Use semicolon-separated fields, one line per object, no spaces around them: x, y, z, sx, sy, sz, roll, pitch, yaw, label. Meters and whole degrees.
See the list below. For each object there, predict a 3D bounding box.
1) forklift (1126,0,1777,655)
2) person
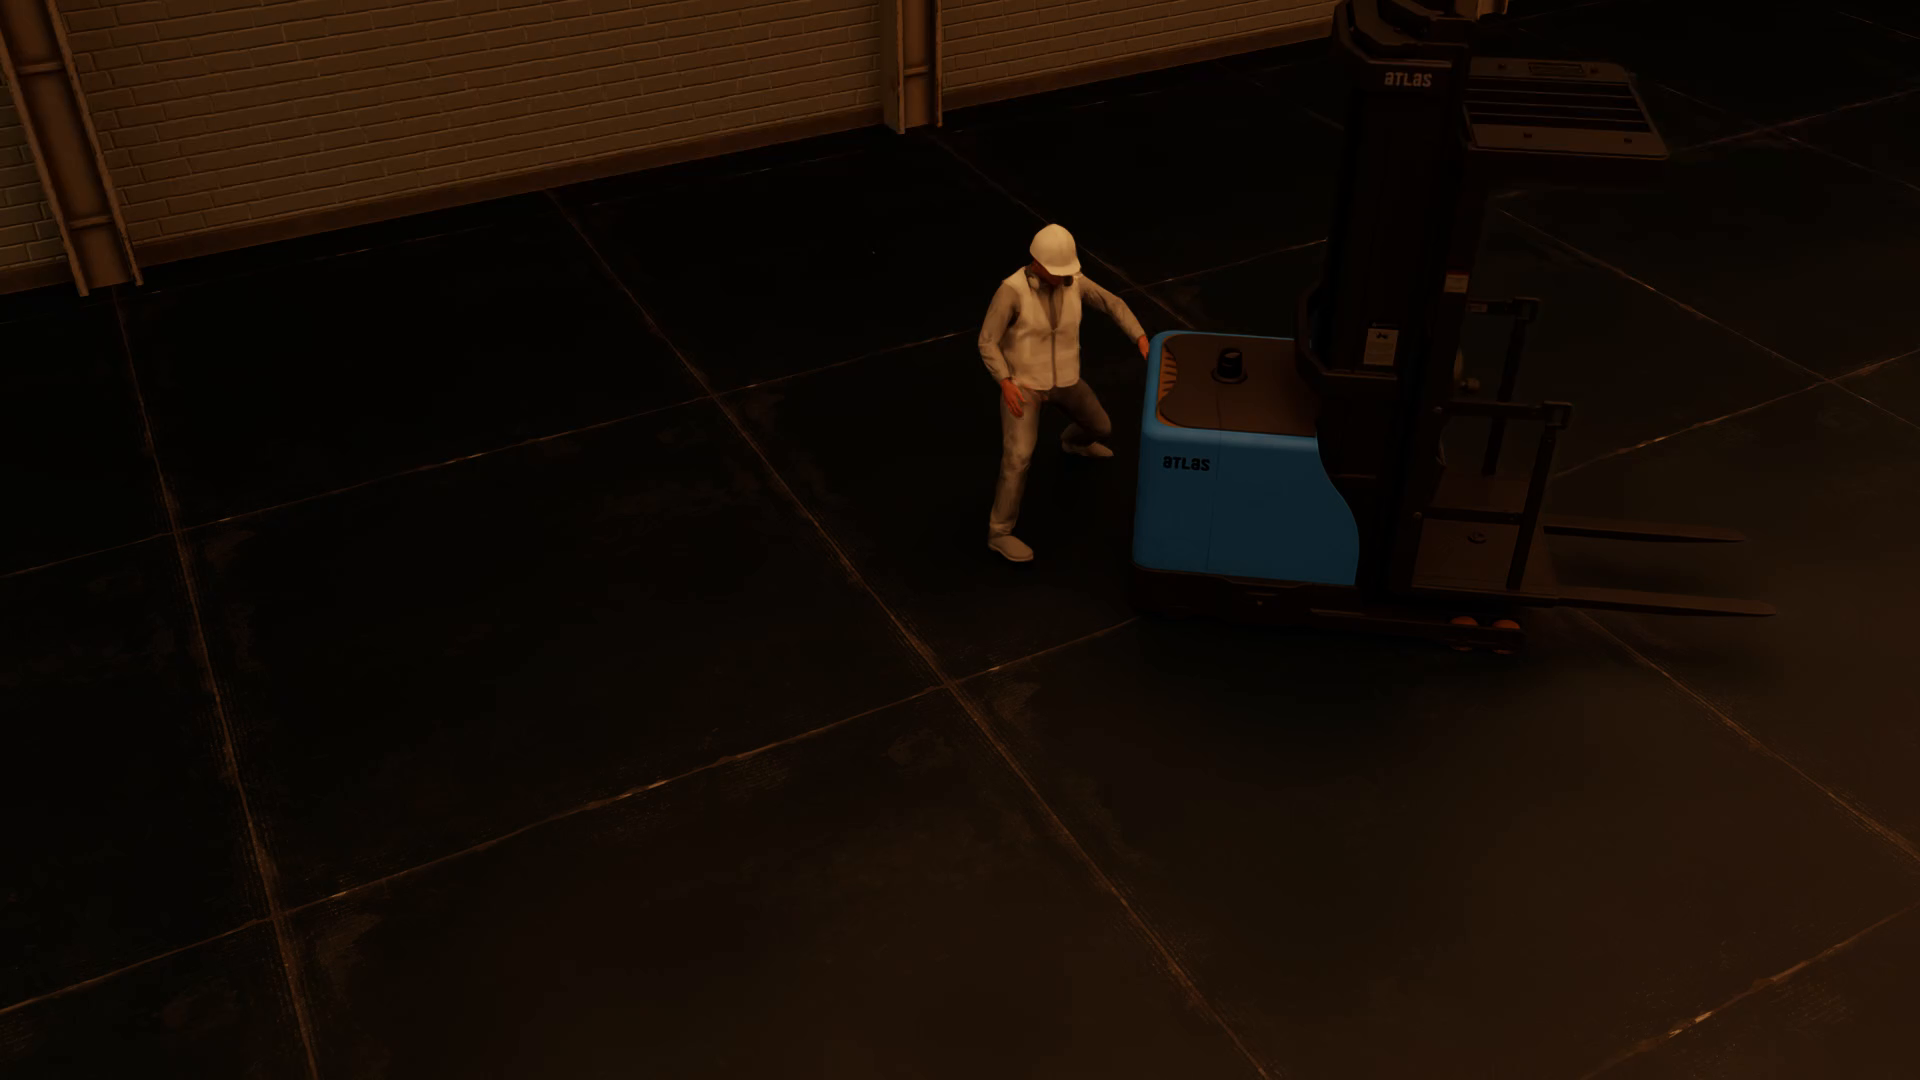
2.374;-0.982;7.512;3.031;2.935;1.130;5;36;7;forklift
0.521;-0.832;8.496;1.052;1.619;0.952;-15;38;-20;person
